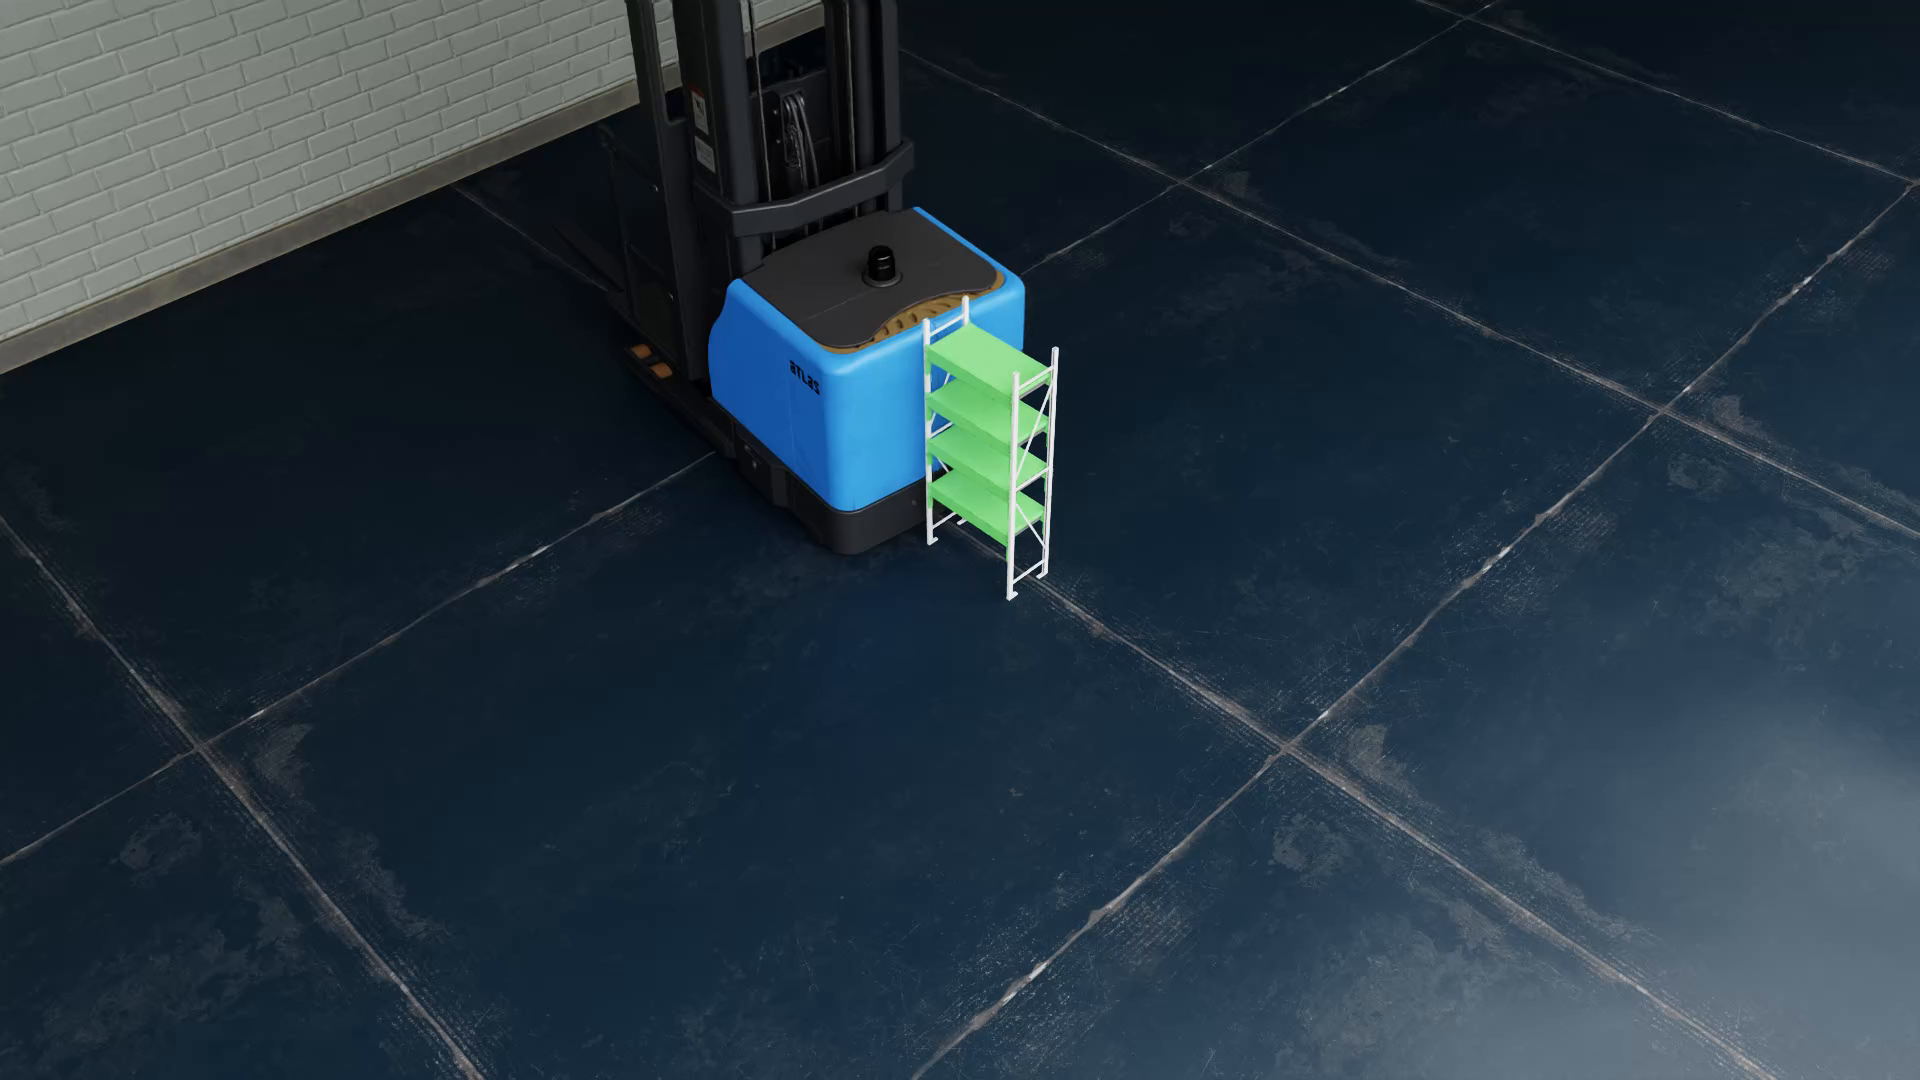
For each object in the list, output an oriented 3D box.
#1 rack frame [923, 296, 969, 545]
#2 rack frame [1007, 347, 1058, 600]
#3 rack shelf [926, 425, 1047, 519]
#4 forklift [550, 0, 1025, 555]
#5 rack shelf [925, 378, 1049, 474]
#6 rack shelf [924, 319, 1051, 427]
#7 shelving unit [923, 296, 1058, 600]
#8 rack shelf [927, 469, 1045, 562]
[{"bbox_3d":[-0.055,-0.478,7.001,0.240,1.200,0.015,-34,53,-31],"label":"rack frame"},{"bbox_3d":[0.289,-0.244,6.747,0.240,1.200,0.015,-34,53,-31],"label":"rack frame"},{"bbox_3d":[0.117,-0.314,6.917,0.258,0.148,0.480,-34,53,-31],"label":"rack shelf"},{"bbox_3d":[-1.008,-1.960,7.329,1.130,2.935,3.031,-28,49,-27],"label":"forklift"},{"bbox_3d":[0.117,-0.490,6.755,0.258,0.148,0.480,-34,53,-31],"label":"rack shelf"},{"bbox_3d":[0.117,-0.667,6.592,0.258,0.148,0.480,-34,53,-31],"label":"rack shelf"},{"bbox_3d":[0.117,-0.361,6.874,0.258,1.200,0.503,-34,53,-31],"label":"shelving unit"},{"bbox_3d":[0.117,-0.138,7.080,0.258,0.148,0.480,-34,53,-31],"label":"rack shelf"}]
